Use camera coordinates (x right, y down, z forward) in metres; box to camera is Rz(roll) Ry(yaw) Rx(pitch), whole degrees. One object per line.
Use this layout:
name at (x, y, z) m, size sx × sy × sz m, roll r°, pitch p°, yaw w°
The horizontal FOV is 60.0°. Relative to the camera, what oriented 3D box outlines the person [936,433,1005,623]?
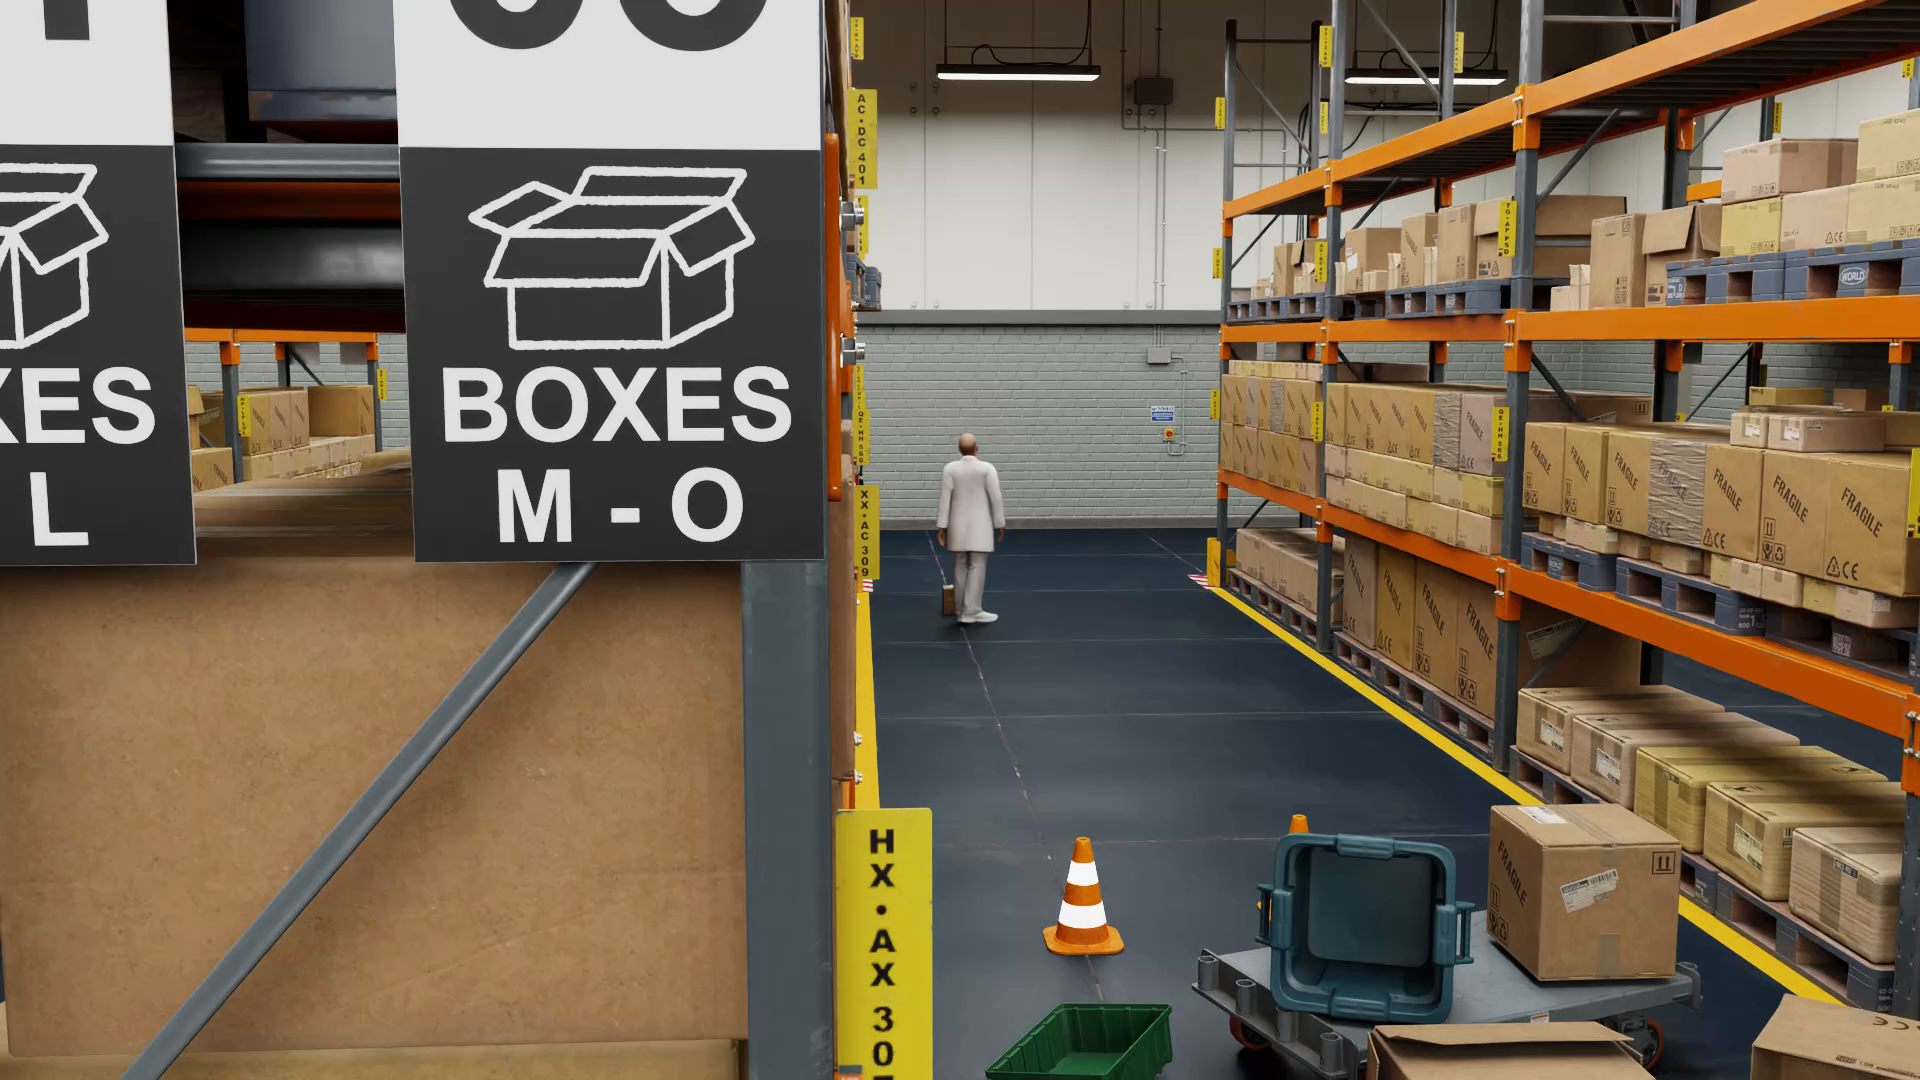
person at (0.103, -0.117, 15.643) m, size 0.640 × 1.776 × 0.455 m, roll 2°, pitch 7°, yaw 14°
